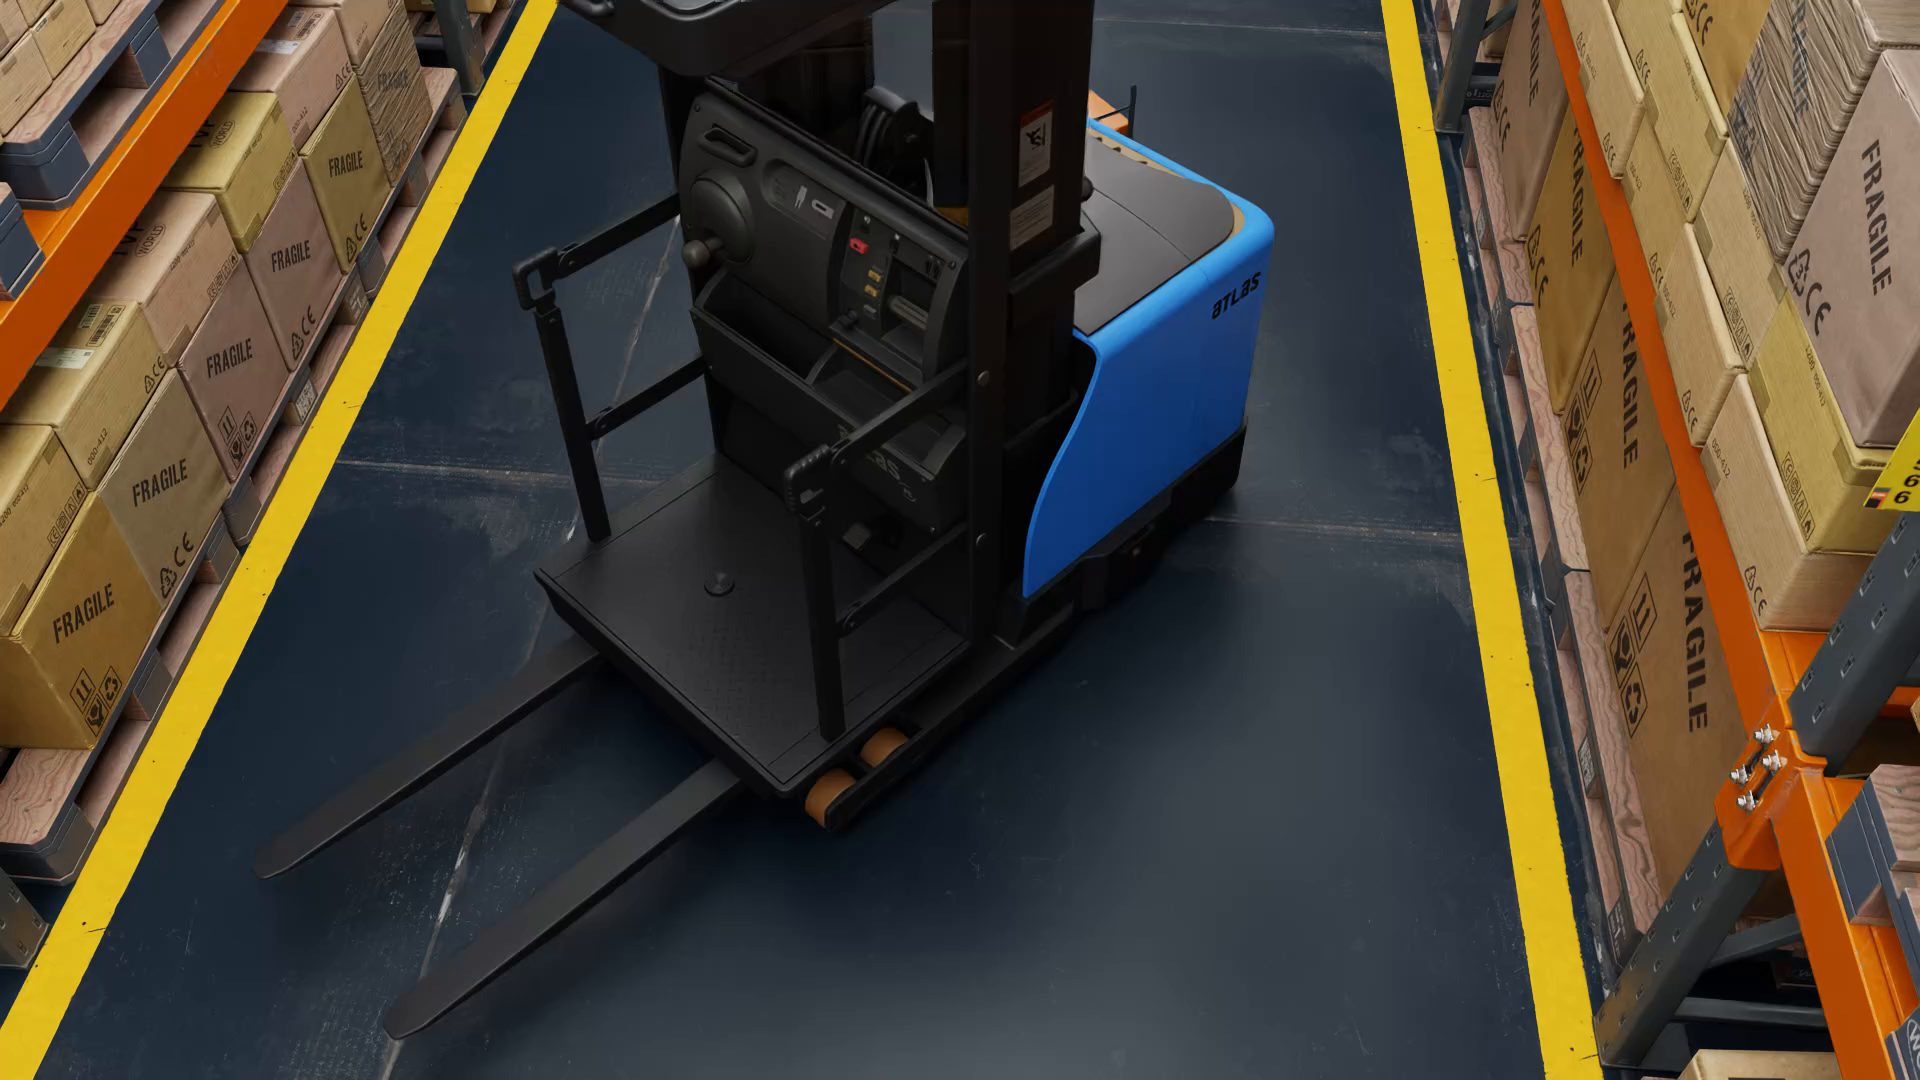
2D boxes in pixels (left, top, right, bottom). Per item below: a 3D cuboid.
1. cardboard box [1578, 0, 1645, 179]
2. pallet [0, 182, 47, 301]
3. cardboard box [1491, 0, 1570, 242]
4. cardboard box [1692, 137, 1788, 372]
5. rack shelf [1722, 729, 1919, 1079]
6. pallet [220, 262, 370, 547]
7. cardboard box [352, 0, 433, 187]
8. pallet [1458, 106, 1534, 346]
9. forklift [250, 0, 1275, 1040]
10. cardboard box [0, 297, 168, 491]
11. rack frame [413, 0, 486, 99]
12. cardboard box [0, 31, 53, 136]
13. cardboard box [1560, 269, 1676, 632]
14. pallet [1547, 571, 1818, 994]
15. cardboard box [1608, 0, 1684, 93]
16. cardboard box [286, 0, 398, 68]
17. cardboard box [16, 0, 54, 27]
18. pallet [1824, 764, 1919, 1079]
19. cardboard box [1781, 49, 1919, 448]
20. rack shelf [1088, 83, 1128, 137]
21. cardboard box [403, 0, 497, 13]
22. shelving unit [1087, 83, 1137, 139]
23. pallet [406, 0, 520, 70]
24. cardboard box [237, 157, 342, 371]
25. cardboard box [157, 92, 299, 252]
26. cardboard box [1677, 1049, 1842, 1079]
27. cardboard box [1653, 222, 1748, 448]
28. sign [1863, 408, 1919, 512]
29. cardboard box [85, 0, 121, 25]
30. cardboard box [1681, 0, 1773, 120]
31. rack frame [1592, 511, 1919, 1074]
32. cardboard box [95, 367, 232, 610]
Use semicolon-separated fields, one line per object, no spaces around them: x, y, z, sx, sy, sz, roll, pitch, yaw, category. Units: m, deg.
1.969;-1.195;4.412;0.500;0.250;0.500;3;48;3;cardboard box
-2.910;-0.459;3.767;1.213;0.211;1.003;4;48;4;pallet
2.458;-1.637;5.870;0.875;0.875;0.875;5;48;5;cardboard box
1.904;-0.602;3.531;0.500;0.250;0.500;3;48;3;cardboard box
1.888;1.978;1.895;1.077;0.370;4.000;4;48;4;rack shelf
-2.682;-0.520;5.583;1.003;0.211;1.213;4;48;4;pallet
-2.321;-1.670;6.154;0.500;0.500;0.500;3;48;3;cardboard box
2.439;-1.160;6.168;1.003;0.211;1.213;4;48;4;pallet
-0.495;-0.640;3.849;1.130;2.935;3.031;36;57;28;forklift
-2.519;-0.407;4.491;0.500;0.250;0.500;3;48;3;cardboard box
-2.504;-2.932;5.899;1.000;3.000;0.127;4;48;4;rack frame
-2.533;-1.155;4.159;0.380;0.149;0.250;5;48;5;cardboard box
2.301;-0.316;4.662;0.875;0.875;0.875;4;48;4;cardboard box
2.217;0.633;4.528;1.003;0.211;1.213;4;48;4;pallet
1.977;-1.362;4.225;0.500;0.250;0.500;3;48;2;cardboard box
-2.320;-1.919;5.874;0.500;0.250;0.500;3;48;2;cardboard box
-2.509;-1.438;4.217;0.380;0.149;0.250;3;48;3;cardboard box
2.111;0.861;2.559;1.213;0.211;1.003;4;48;4;pallet
1.857;-0.503;2.932;0.500;0.500;0.500;3;48;2;cardboard box
0.392;-1.265;5.326;0.215;0.259;0.240;-25;52;-21;rack shelf
-2.151;-2.358;7.021;0.380;0.149;0.250;2;48;2;cardboard box
0.392;-1.081;5.527;0.215;1.050;0.252;-25;52;-21;shelving unit
-2.478;-2.487;7.382;1.003;0.211;1.213;4;48;4;pallet
-2.419;-0.916;5.464;0.500;0.500;0.500;3;48;3;cardboard box
-2.414;-1.153;5.173;0.500;0.250;0.500;2;48;2;cardboard box
2.008;1.425;3.410;0.950;0.372;0.625;1;48;1;cardboard box
1.888;-0.449;3.730;0.500;0.250;0.500;5;48;4;cardboard box
1.517;-0.160;2.579;0.100;0.325;0.005;4;48;4;sign
-2.483;-1.531;4.503;0.380;0.149;0.250;2;48;2;cardboard box
1.947;-1.245;3.611;0.500;0.500;0.500;4;48;4;cardboard box
2.070;0.266;2.974;1.000;3.000;0.127;4;48;4;rack frame
-2.508;-0.163;4.776;0.500;0.500;0.500;4;48;4;cardboard box
